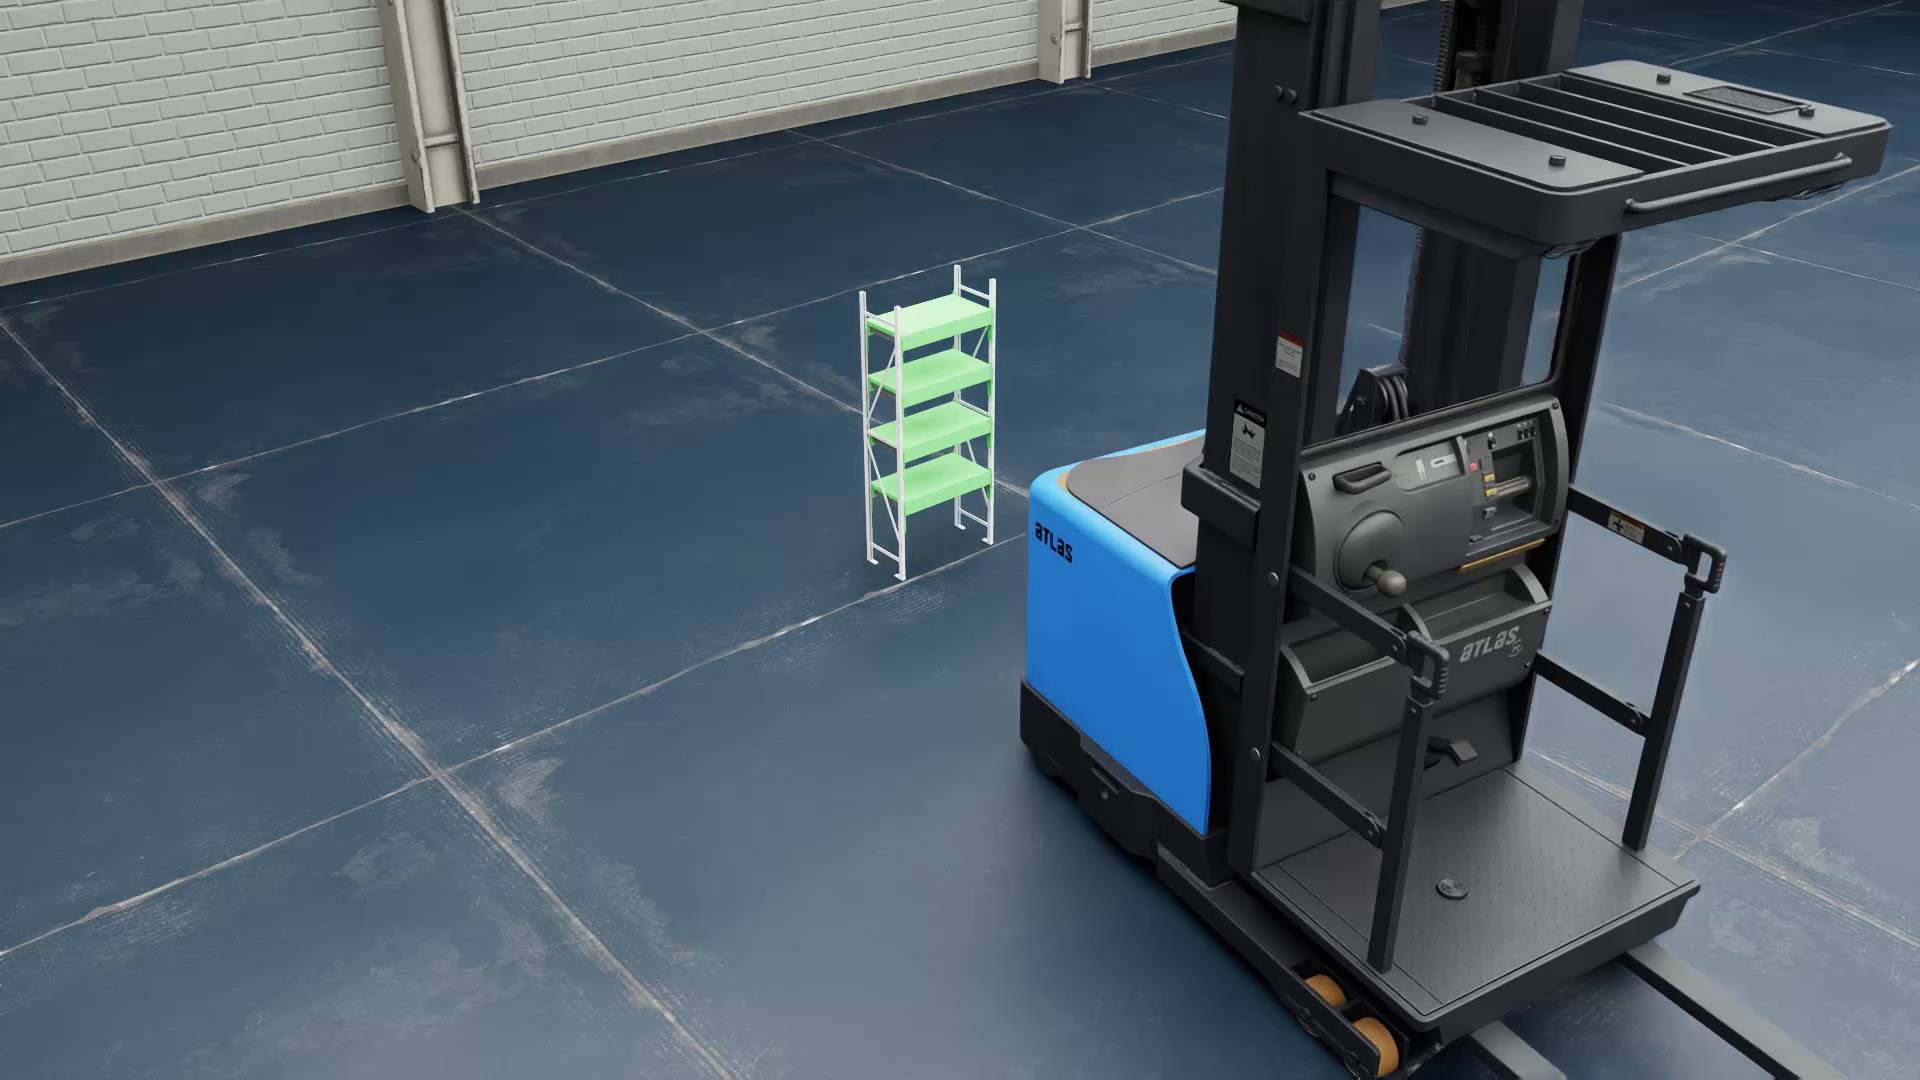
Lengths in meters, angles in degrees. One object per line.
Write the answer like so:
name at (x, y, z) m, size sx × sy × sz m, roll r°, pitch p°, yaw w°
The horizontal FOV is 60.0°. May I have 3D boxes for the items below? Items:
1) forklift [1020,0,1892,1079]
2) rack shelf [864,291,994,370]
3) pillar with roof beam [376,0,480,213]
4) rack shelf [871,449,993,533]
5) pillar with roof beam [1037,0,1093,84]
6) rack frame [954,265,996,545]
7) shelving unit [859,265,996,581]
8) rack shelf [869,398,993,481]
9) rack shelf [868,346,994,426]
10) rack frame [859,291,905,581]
forklift at (1.393, -0.077, 4.285) m, size 1.130 × 2.935 × 3.031 m, roll -16°, pitch 32°, yaw -27°
rack shelf at (-0.126, -0.846, 6.676) m, size 0.480 × 0.148 × 0.258 m, roll -22°, pitch 35°, yaw -35°
pillar with roof beam at (-0.828, -4.796, 6.677) m, size 0.400 × 9.000 × 9.100 m, roll -22°, pitch 35°, yaw -35°
rack shelf at (-0.126, -0.211, 7.016) m, size 0.480 × 0.148 × 0.258 m, roll -22°, pitch 35°, yaw -35°
pillar with roof beam at (3.736, -6.632, 10.112) m, size 0.400 × 9.000 × 9.100 m, roll -22°, pitch 35°, yaw -35°
rack frame at (0.060, -0.553, 7.012) m, size 0.015 × 1.200 × 0.240 m, roll -22°, pitch 35°, yaw -35°
shelving unit at (-0.126, -0.479, 6.872) m, size 0.503 × 1.200 × 0.258 m, roll -22°, pitch 35°, yaw -35°
rack shelf at (-0.126, -0.422, 6.903) m, size 0.480 × 0.148 × 0.258 m, roll -22°, pitch 35°, yaw -35°
rack shelf at (-0.126, -0.634, 6.789) m, size 0.480 × 0.148 × 0.258 m, roll -22°, pitch 35°, yaw -35°
rack frame at (-0.312, -0.404, 6.733) m, size 0.015 × 1.200 × 0.240 m, roll -22°, pitch 35°, yaw -35°
